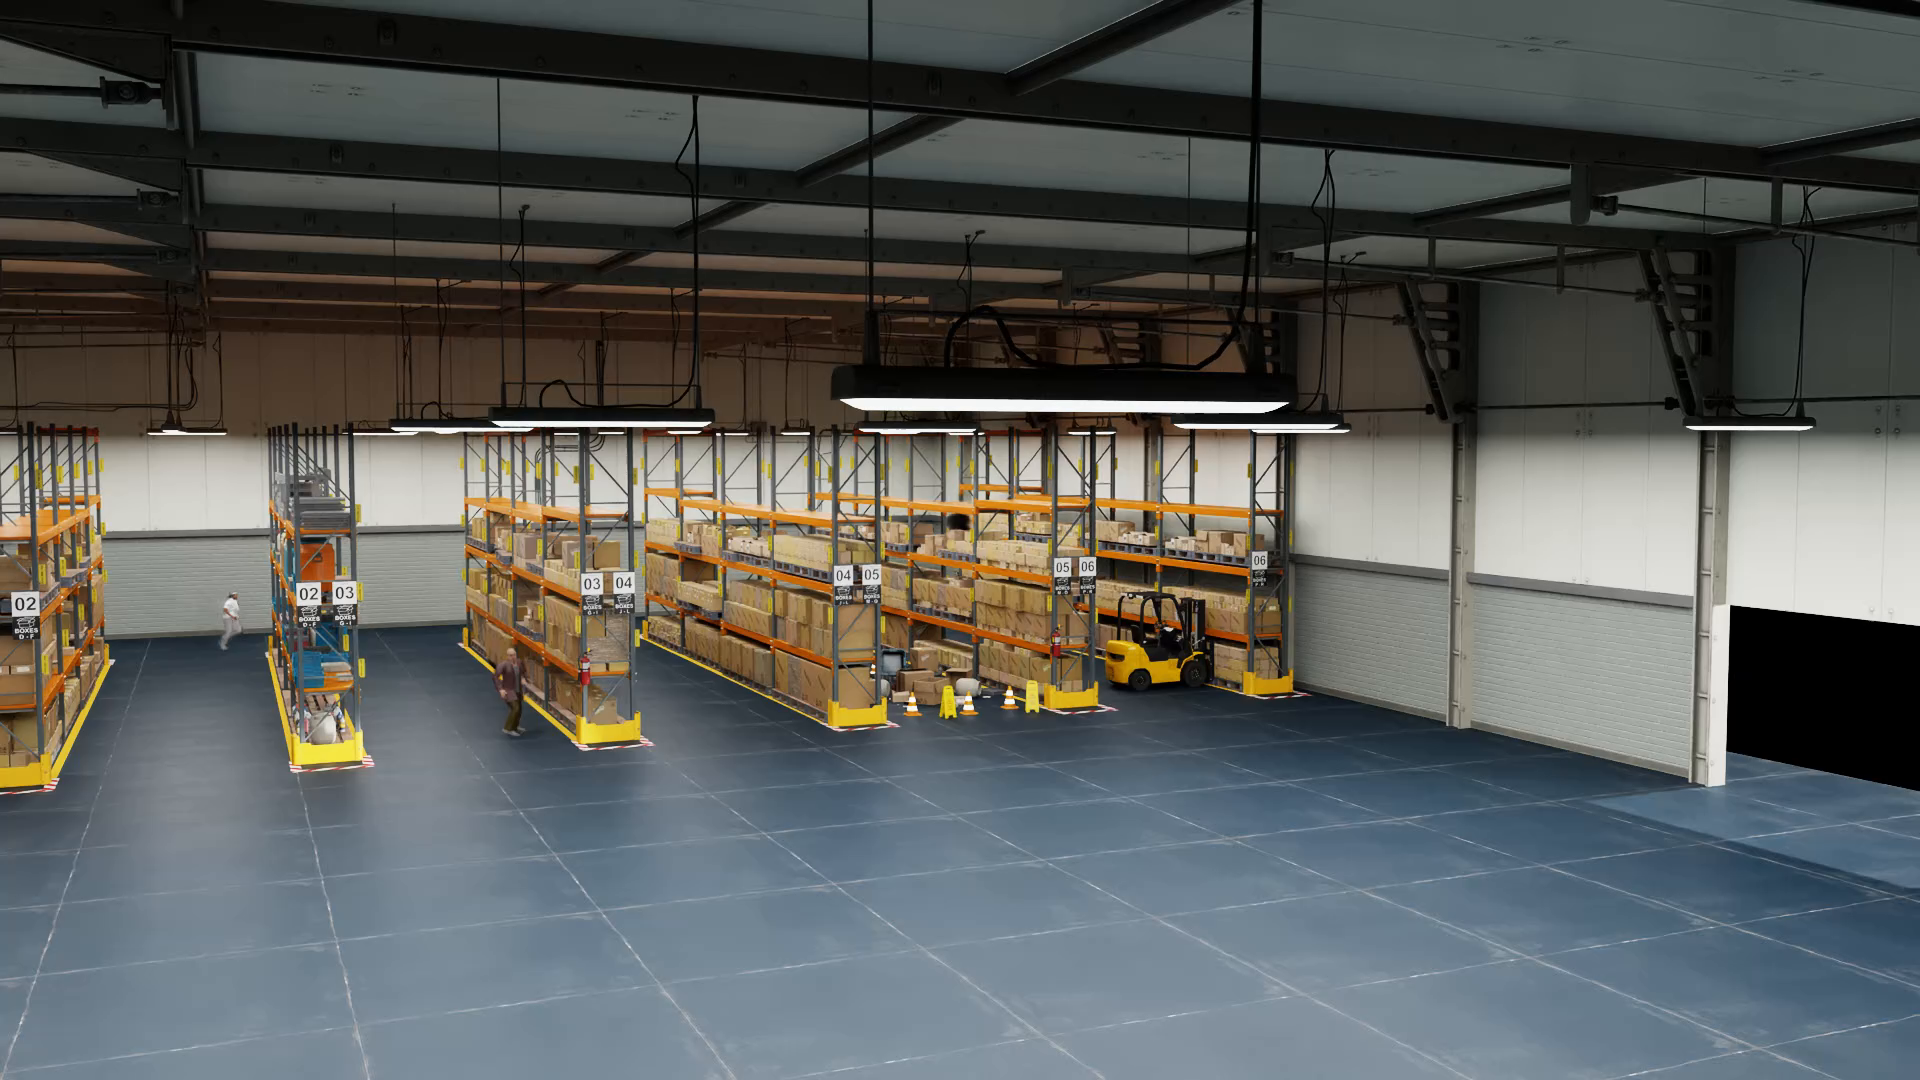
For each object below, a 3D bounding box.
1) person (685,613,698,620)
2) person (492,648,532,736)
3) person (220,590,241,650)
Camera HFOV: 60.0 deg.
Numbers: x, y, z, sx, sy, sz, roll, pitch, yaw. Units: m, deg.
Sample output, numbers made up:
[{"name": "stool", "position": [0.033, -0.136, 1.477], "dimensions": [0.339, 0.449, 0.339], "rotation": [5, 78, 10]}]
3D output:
[{"name": "person", "position": [-8.273, 1.755, 50.587], "dimensions": [0.582, 1.784, 0.793], "rotation": [2, 4, 31]}, {"name": "person", "position": [-8.611, 2.929, 32.123], "dimensions": [0.804, 1.715, 0.726], "rotation": [2, 4, 28]}, {"name": "person", "position": [-19.873, 2.161, 45.401], "dimensions": [0.502, 1.584, 0.708], "rotation": [0, 3, 5]}]
